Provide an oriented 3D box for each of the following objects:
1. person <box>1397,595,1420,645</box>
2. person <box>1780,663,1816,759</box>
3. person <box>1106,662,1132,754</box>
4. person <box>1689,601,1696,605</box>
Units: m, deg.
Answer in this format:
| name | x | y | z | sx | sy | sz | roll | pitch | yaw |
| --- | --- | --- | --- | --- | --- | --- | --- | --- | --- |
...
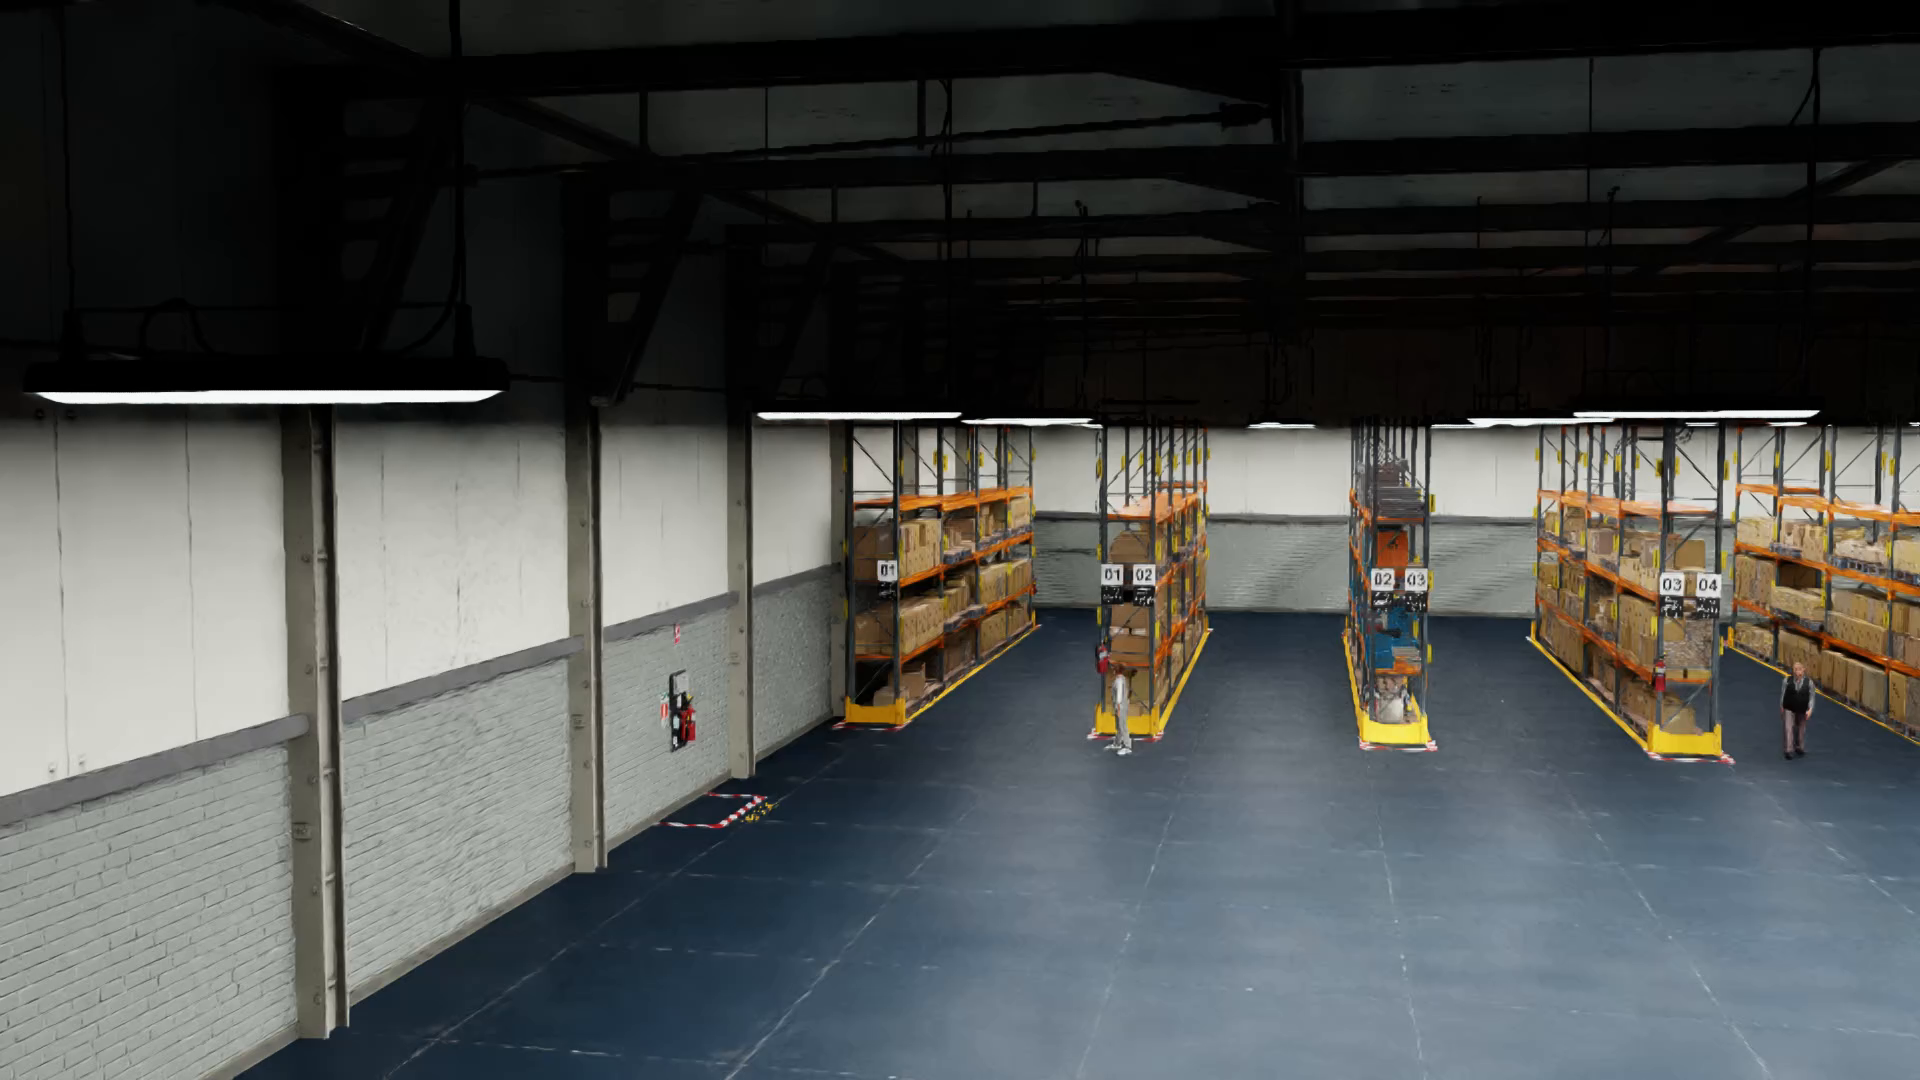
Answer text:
| name | x | y | z | sx | sy | sz | roll | pitch | yaw |
| --- | --- | --- | --- | --- | --- | --- | --- | --- | --- |
| person | 11.884 | 1.910 | 44.132 | 0.580 | 1.715 | 1.102 | 0 | 4 | 4 |
| person | 14.558 | 2.959 | 28.899 | 0.539 | 1.662 | 1.031 | 1 | 4 | 21 |
| person | 2.813 | 2.949 | 29.409 | 0.473 | 1.597 | 0.594 | 1 | 4 | 9 |
| person | 18.304 | 2.122 | 41.601 | 0.448 | 1.640 | 0.573 | -1 | 4 | -13 |
